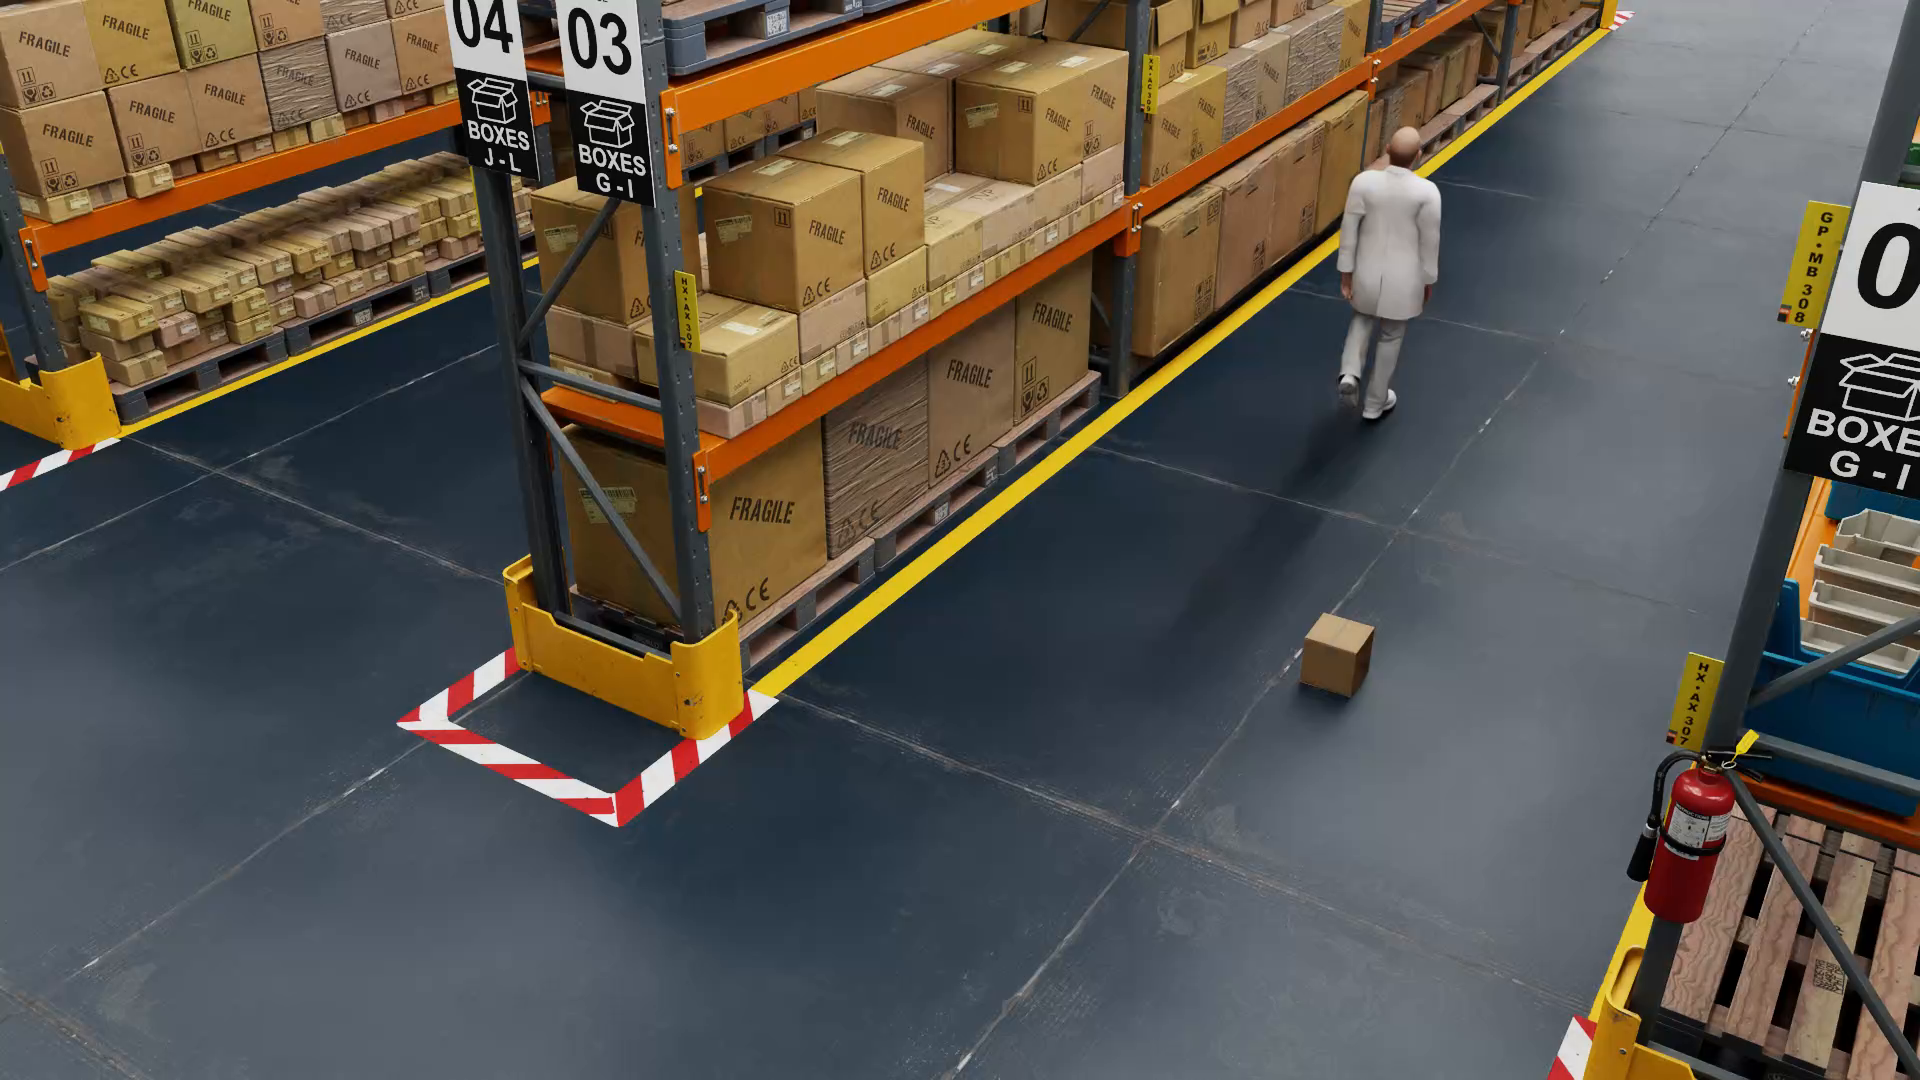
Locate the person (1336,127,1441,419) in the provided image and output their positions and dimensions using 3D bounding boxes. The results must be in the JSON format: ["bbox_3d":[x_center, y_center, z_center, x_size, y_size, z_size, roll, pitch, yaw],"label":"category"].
[{"bbox_3d":[2.515,-1.558,9.797,0.577,1.786,0.526,16,34,26],"label":"person"}]
